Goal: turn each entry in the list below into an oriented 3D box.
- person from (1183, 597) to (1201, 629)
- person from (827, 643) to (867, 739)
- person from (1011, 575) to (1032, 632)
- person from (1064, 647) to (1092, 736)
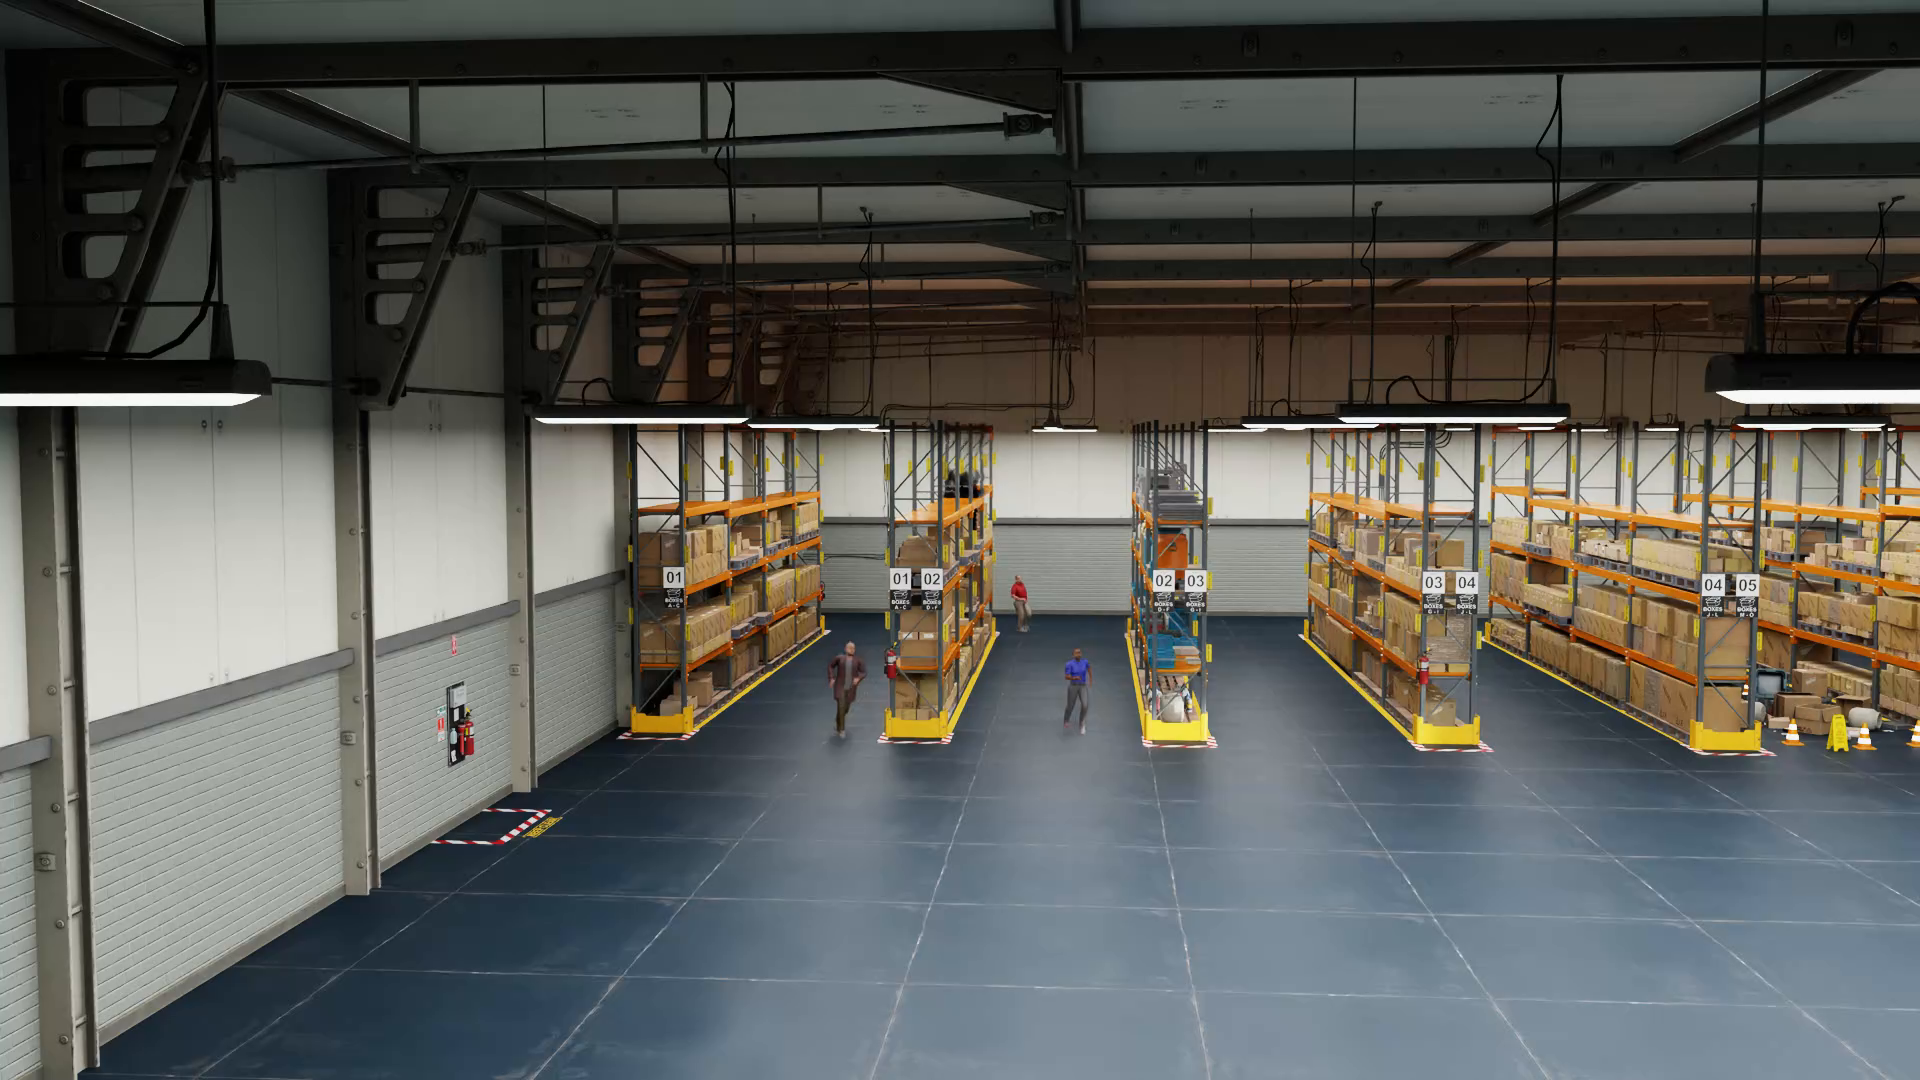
[{"bbox_3d":[6.724,1.711,49.280,0.924,1.796,0.638,1,4,22],"label":"person"},{"bbox_3d":[-2.150,2.892,31.746,0.727,1.681,0.900,-1,4,-16],"label":"person"},{"bbox_3d":[1.784,1.847,48.050,0.719,1.690,0.590,-3,5,-37],"label":"person"},{"bbox_3d":[2.263,2.886,31.846,0.586,1.690,0.875,-1,4,-9],"label":"person"}]
